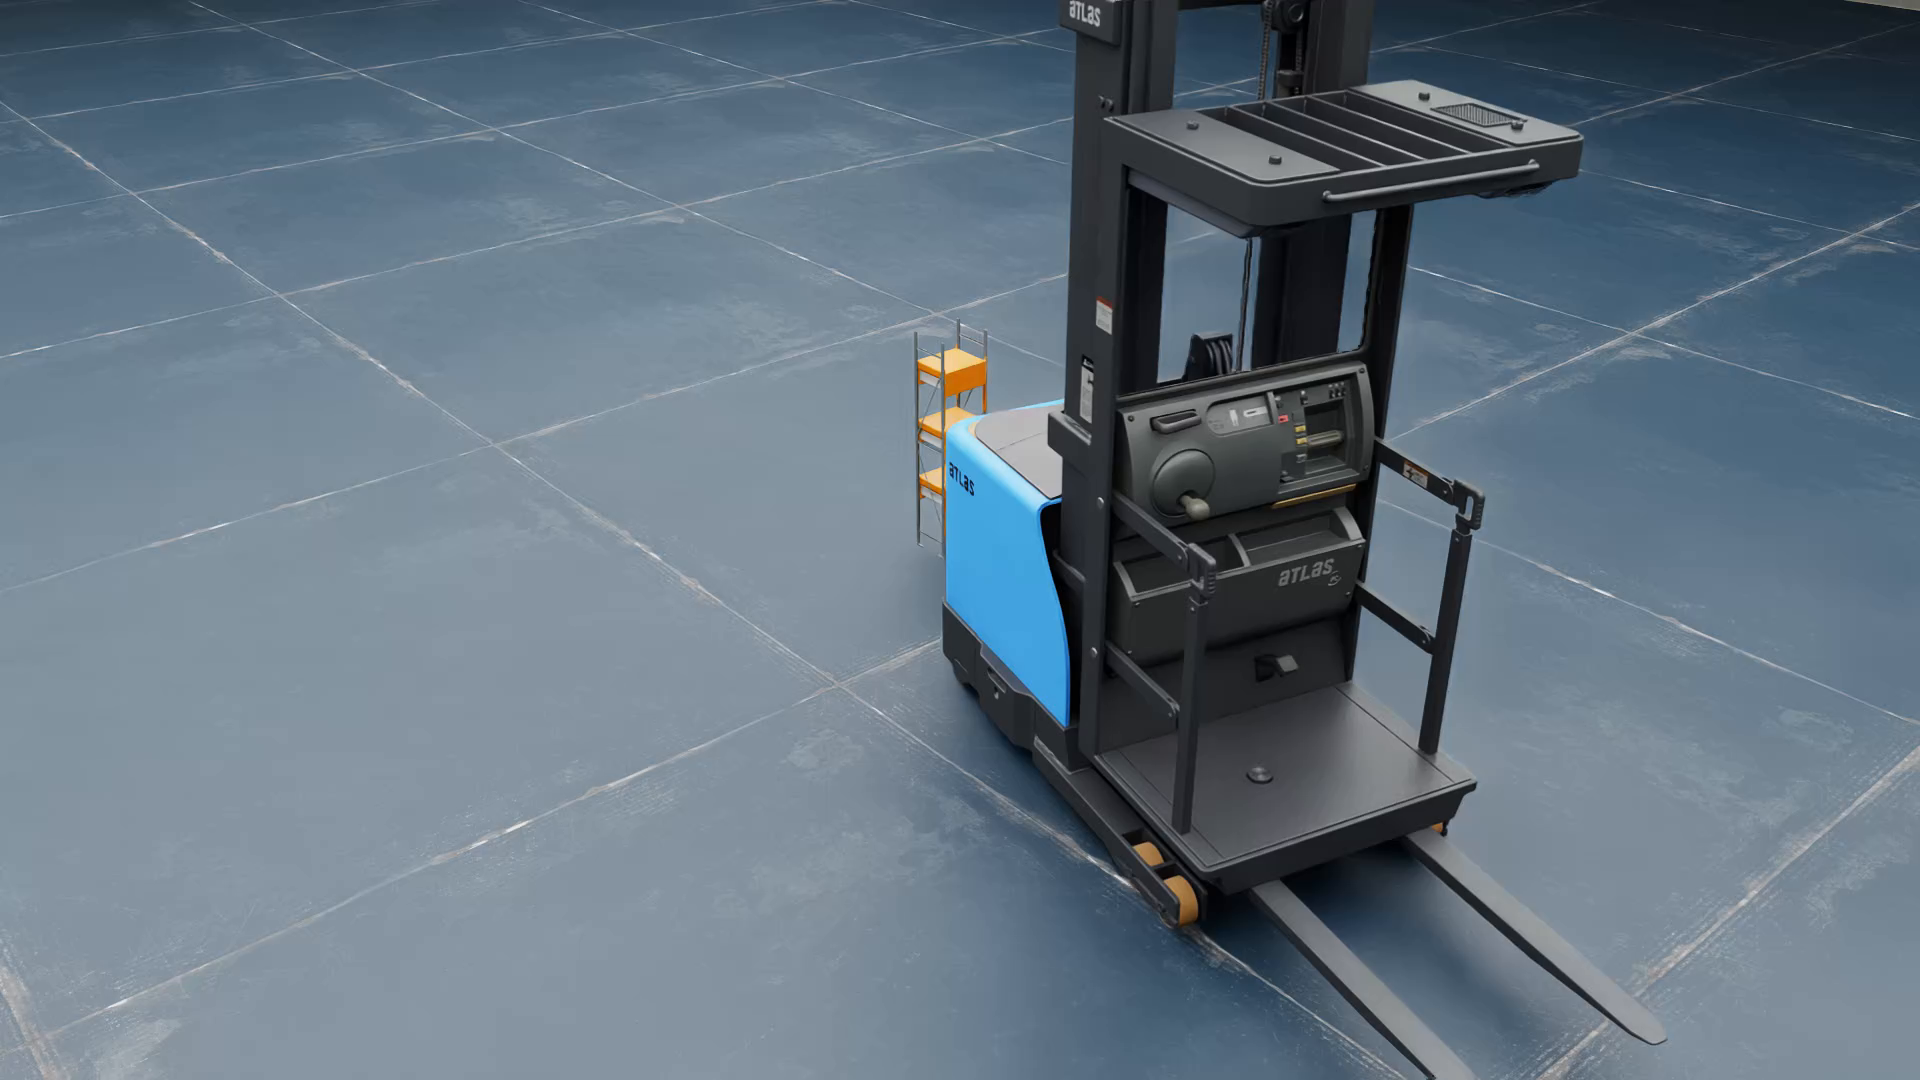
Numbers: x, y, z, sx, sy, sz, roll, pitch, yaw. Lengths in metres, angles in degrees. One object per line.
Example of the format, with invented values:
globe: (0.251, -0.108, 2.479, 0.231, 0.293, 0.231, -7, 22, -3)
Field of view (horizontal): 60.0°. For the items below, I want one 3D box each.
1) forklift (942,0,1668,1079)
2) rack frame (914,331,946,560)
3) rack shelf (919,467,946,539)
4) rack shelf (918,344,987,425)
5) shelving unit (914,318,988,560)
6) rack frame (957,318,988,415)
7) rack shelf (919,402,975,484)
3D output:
forklift: (1.027, -0.272, 5.149, 1.130, 2.935, 3.031, -13, 31, -23)
rack frame: (-0.134, -0.409, 7.402, 0.008, 1.050, 0.200, -22, 35, -35)
rack shelf: (-0.041, -0.192, 7.608, 0.240, 0.259, 0.215, -22, 35, -35)
rack shelf: (-0.041, -0.688, 7.343, 0.240, 0.259, 0.215, -22, 35, -35)
shelving unit: (-0.041, -0.447, 7.472, 0.252, 1.050, 0.215, -22, 35, -35)
rack frame: (0.052, -0.484, 7.542, 0.008, 1.050, 0.200, -22, 35, -35)
rack shelf: (-0.041, -0.437, 7.477, 0.240, 0.259, 0.215, -22, 35, -35)
